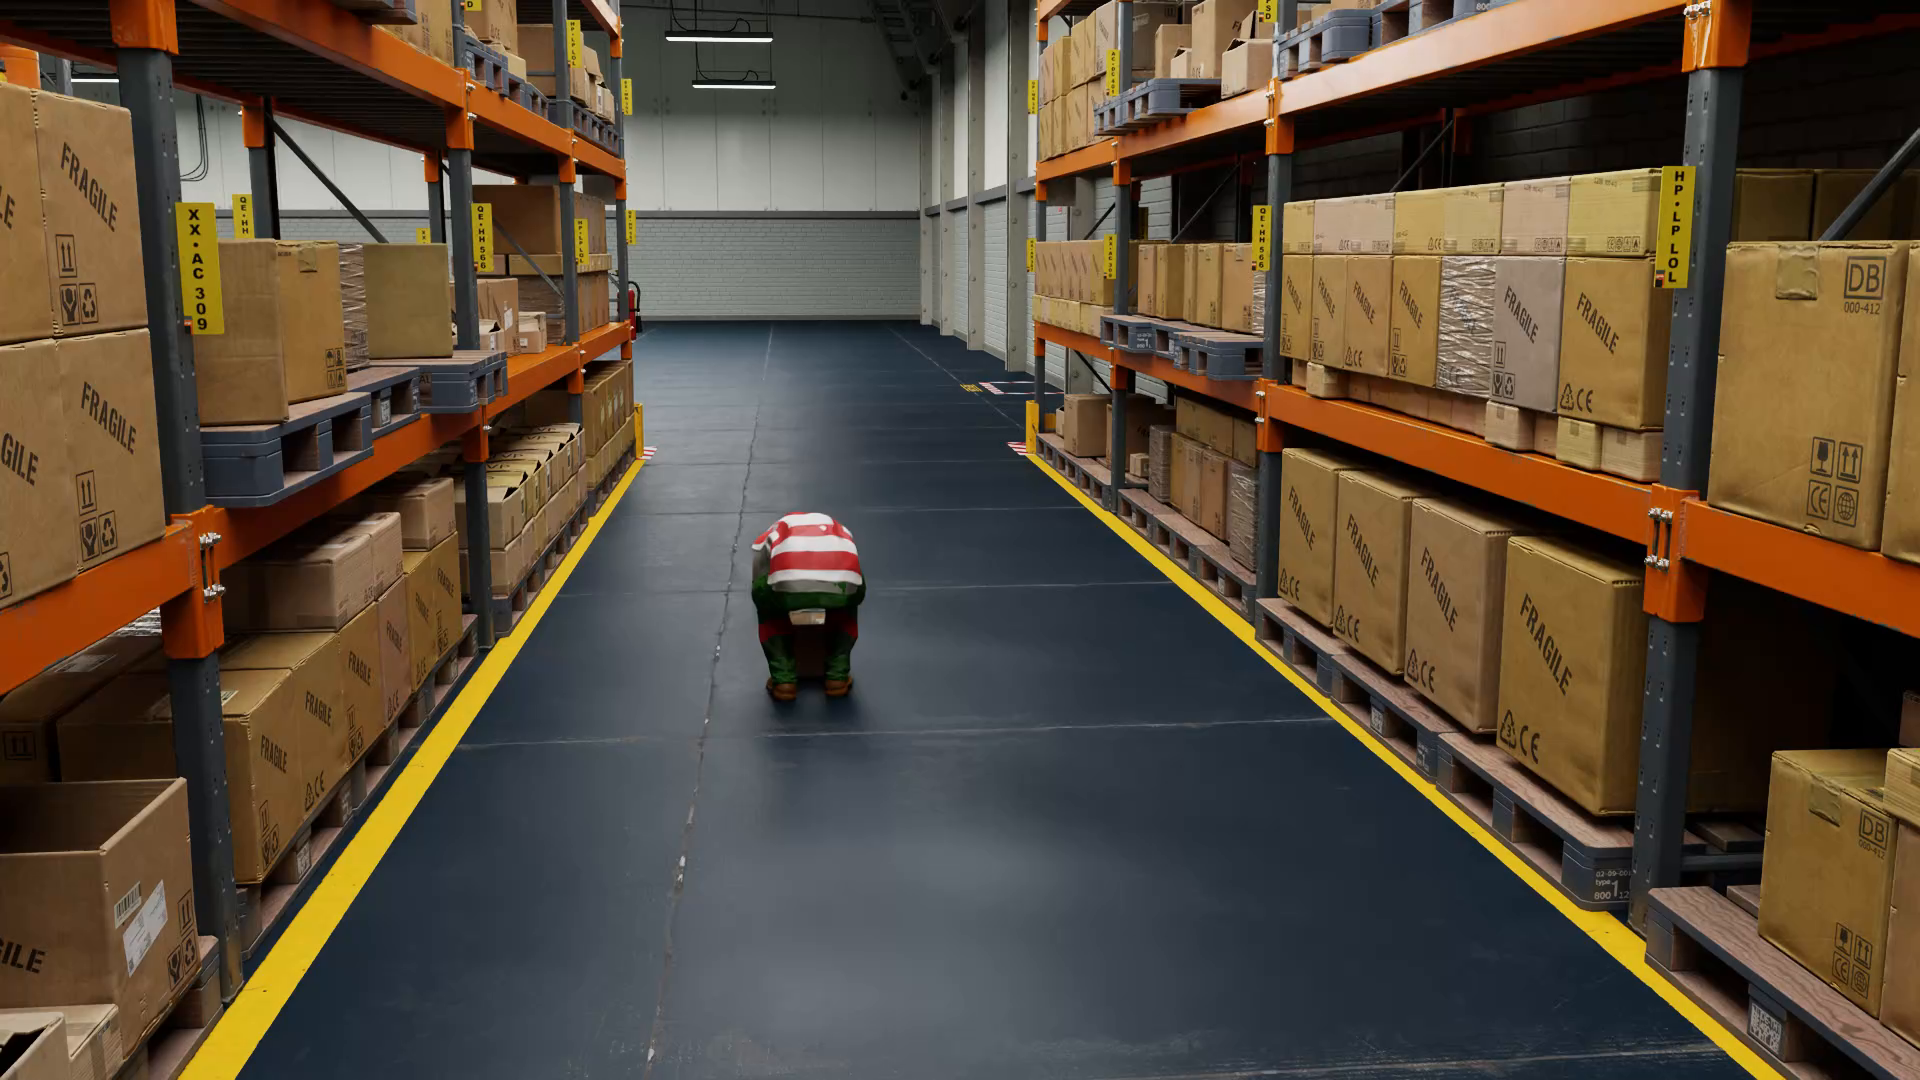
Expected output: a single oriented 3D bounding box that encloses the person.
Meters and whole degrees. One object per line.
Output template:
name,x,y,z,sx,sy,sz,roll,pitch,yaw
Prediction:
person,-0.695,0.290,7.631,0.521,0.821,0.964,-1,10,-8
